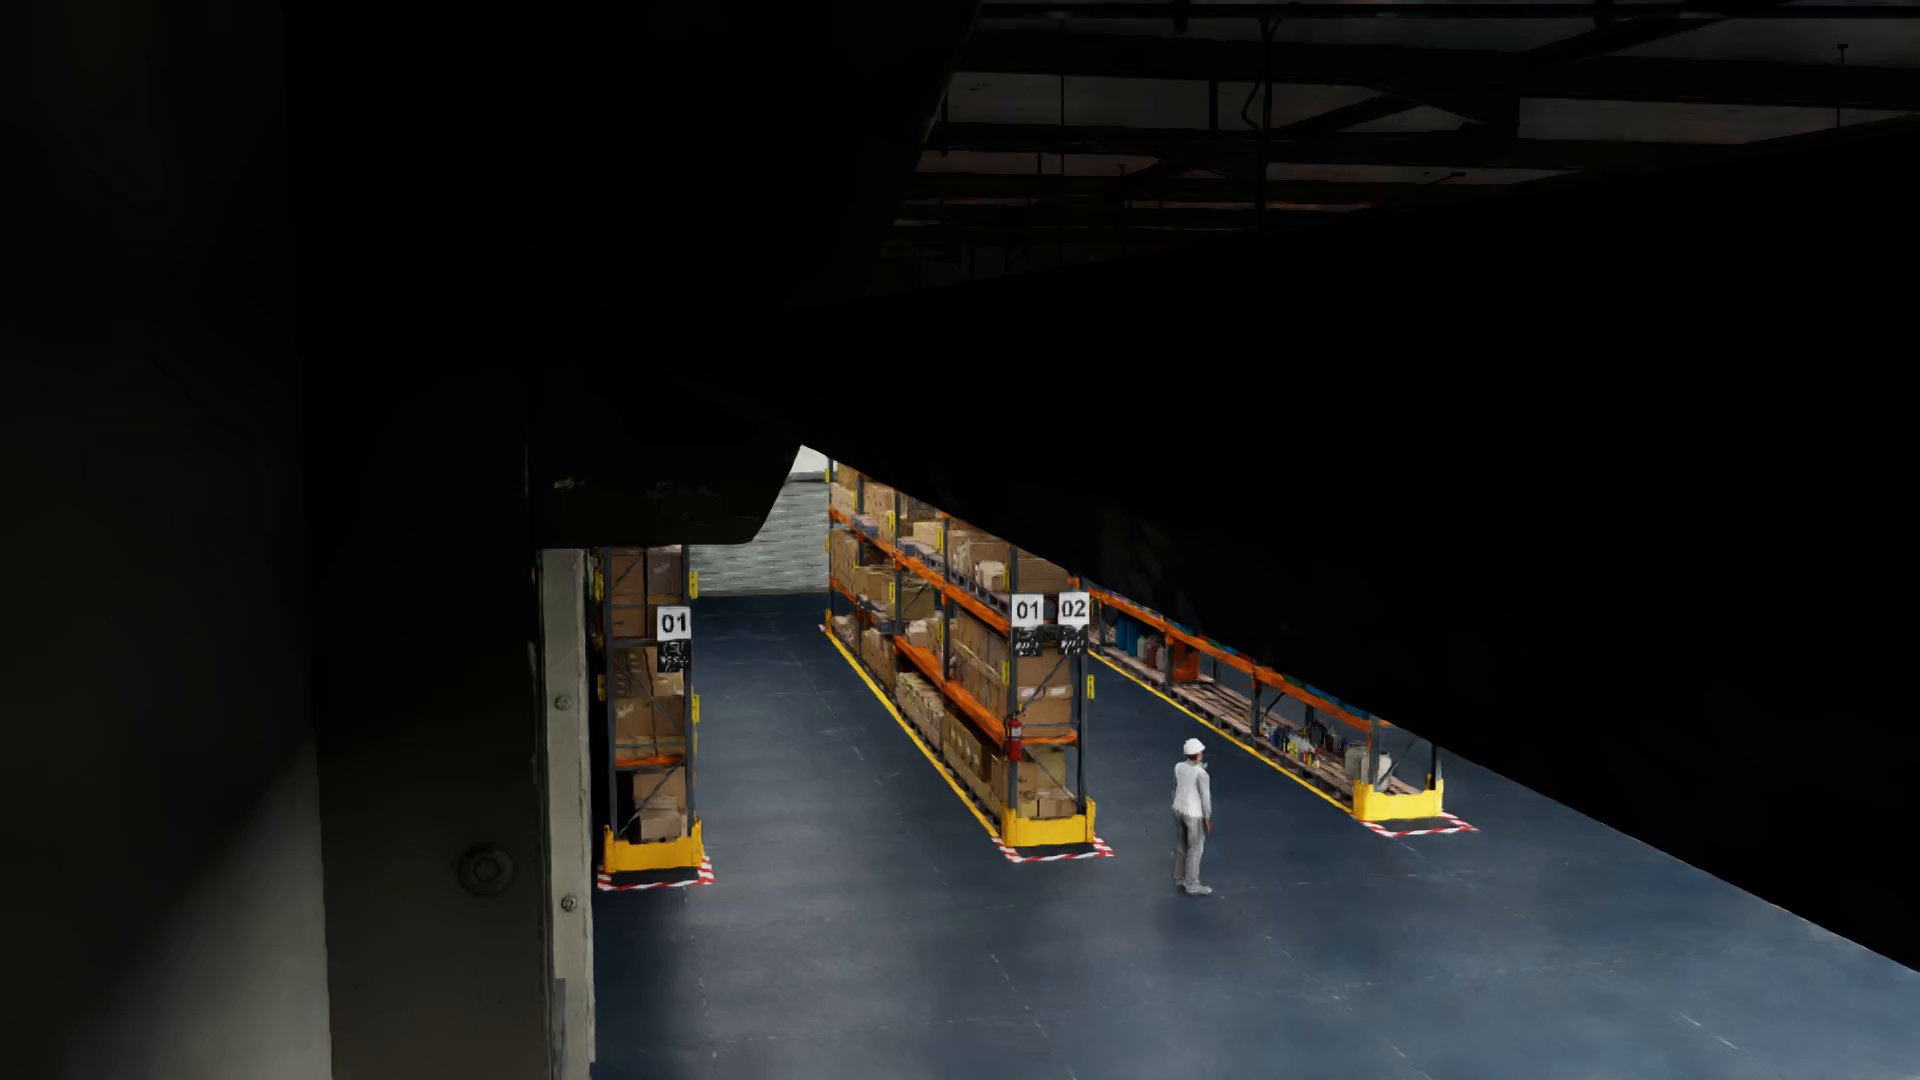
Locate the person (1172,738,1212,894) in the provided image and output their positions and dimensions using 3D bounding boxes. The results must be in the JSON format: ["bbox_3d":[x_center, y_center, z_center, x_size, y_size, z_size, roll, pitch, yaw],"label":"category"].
[{"bbox_3d":[2.689,3.154,19.221,0.405,1.779,0.615,-5,8,-35],"label":"person"}]
